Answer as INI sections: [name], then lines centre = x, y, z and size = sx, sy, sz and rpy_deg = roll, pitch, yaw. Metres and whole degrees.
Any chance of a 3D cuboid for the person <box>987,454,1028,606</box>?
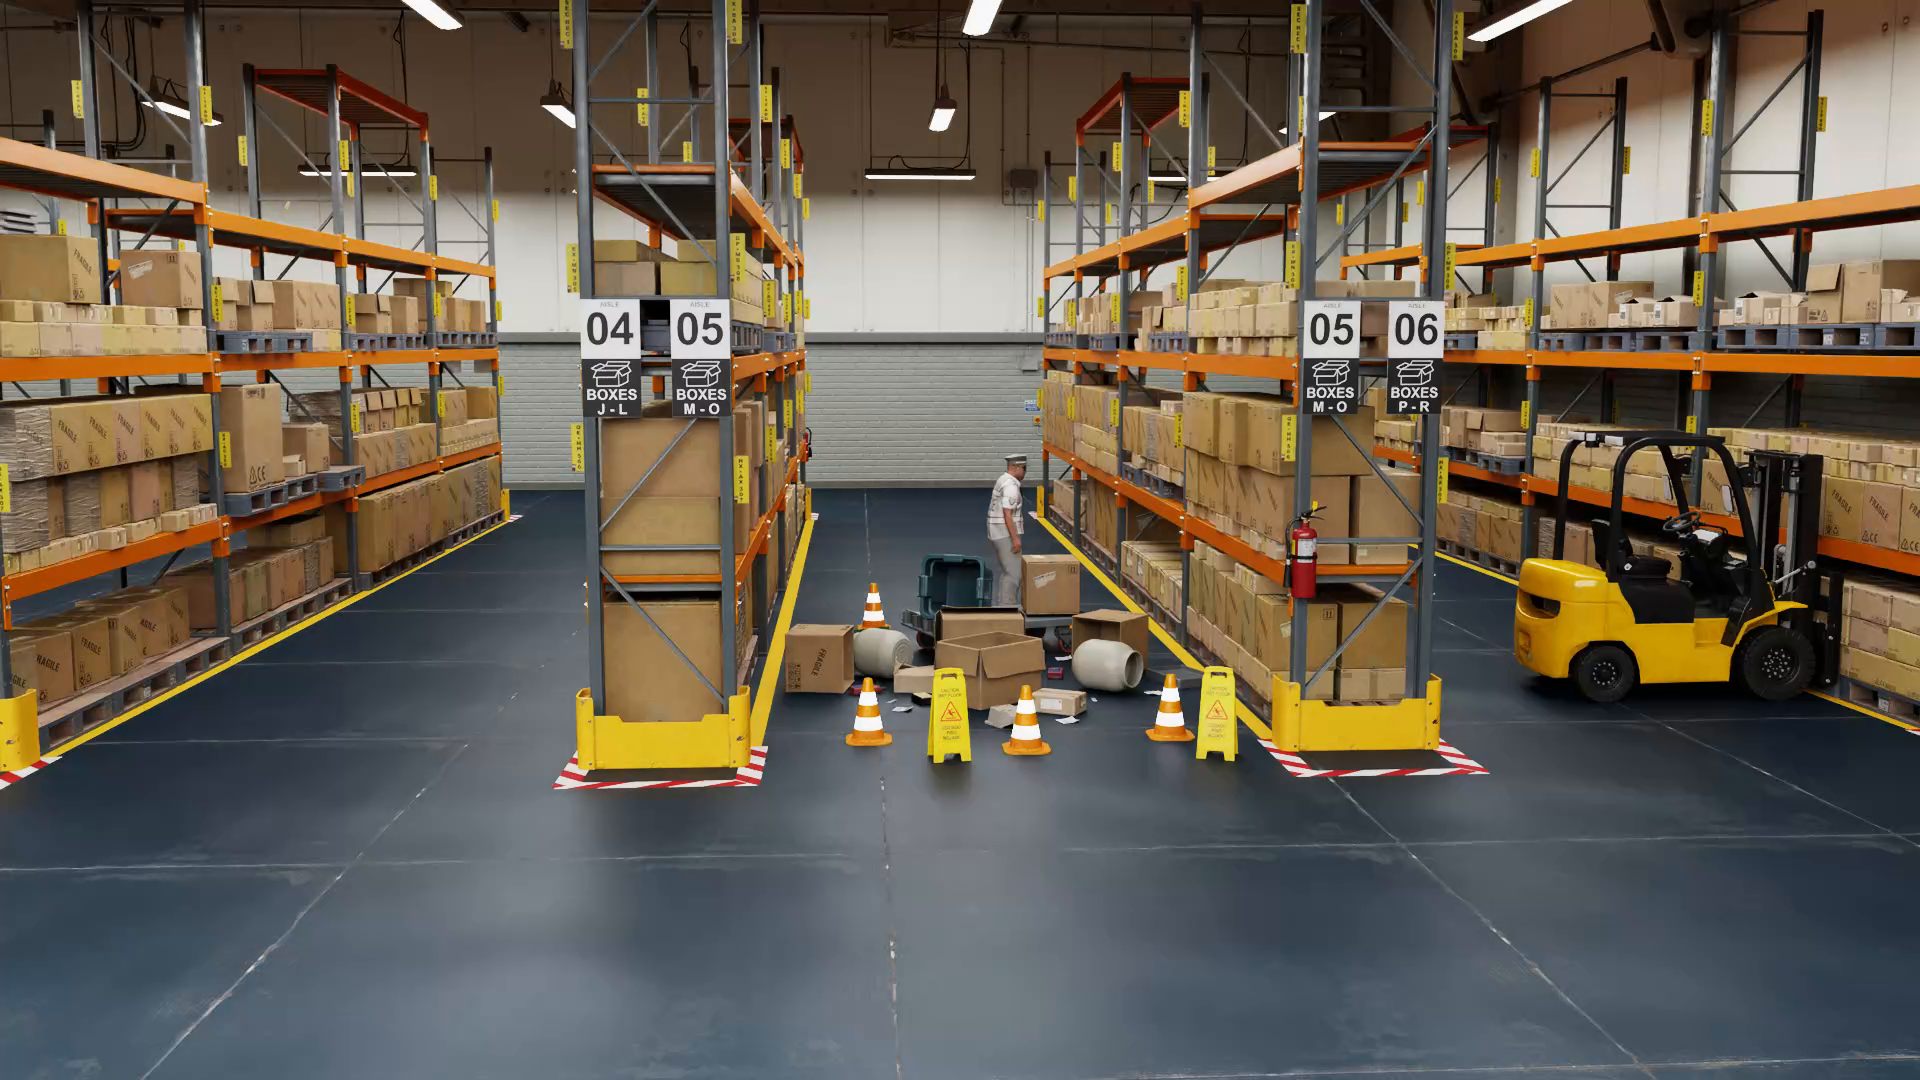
[person]
centre = 0.511, -0.030, 17.460
size = 0.436, 1.748, 0.587
rpy_deg = 0, 7, -3
